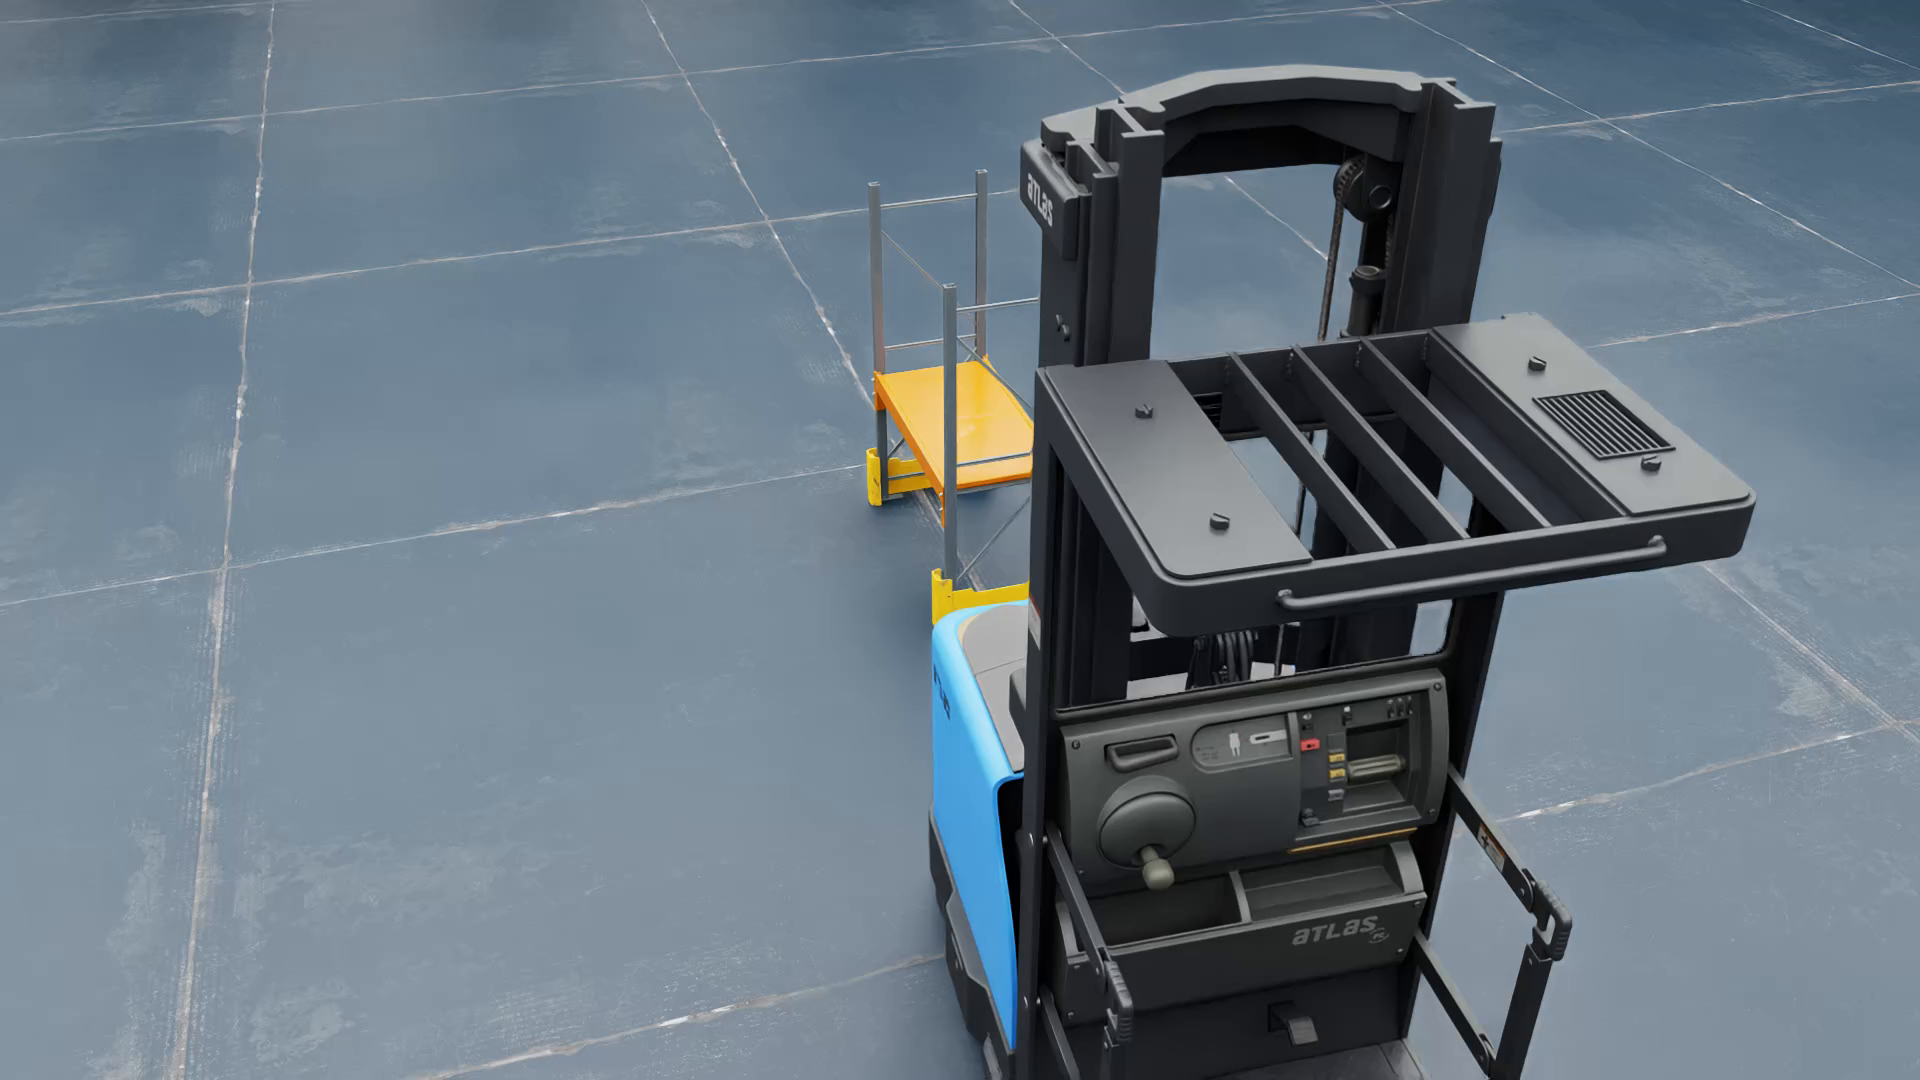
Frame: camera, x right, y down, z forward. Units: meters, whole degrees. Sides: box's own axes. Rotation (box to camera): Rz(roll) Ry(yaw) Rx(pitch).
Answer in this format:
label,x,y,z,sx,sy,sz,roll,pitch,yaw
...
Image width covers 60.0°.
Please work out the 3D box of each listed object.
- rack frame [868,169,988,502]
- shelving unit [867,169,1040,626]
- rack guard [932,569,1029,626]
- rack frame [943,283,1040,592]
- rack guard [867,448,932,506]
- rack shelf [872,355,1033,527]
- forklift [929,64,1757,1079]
label,x,y,z,sx,sy,sz,roll,pitch,yaw
rack frame,-0.129,-0.848,7.173,0.500,1.500,0.032,-10,35,-15
shelving unit,0.023,-0.586,6.776,0.587,1.500,1.083,-10,35,-15
rack guard,0.175,0.197,6.725,0.587,0.250,0.087,-10,35,-15
rack frame,0.181,-0.314,6.365,0.500,1.500,0.032,-10,35,-15
rack guard,-0.129,-0.326,7.516,0.587,0.250,0.087,-10,35,-15
rack shelf,0.026,-0.431,6.868,0.538,0.185,1.000,-10,35,-15
forklift,0.744,0.614,3.662,1.130,2.935,3.031,-8,34,-11
